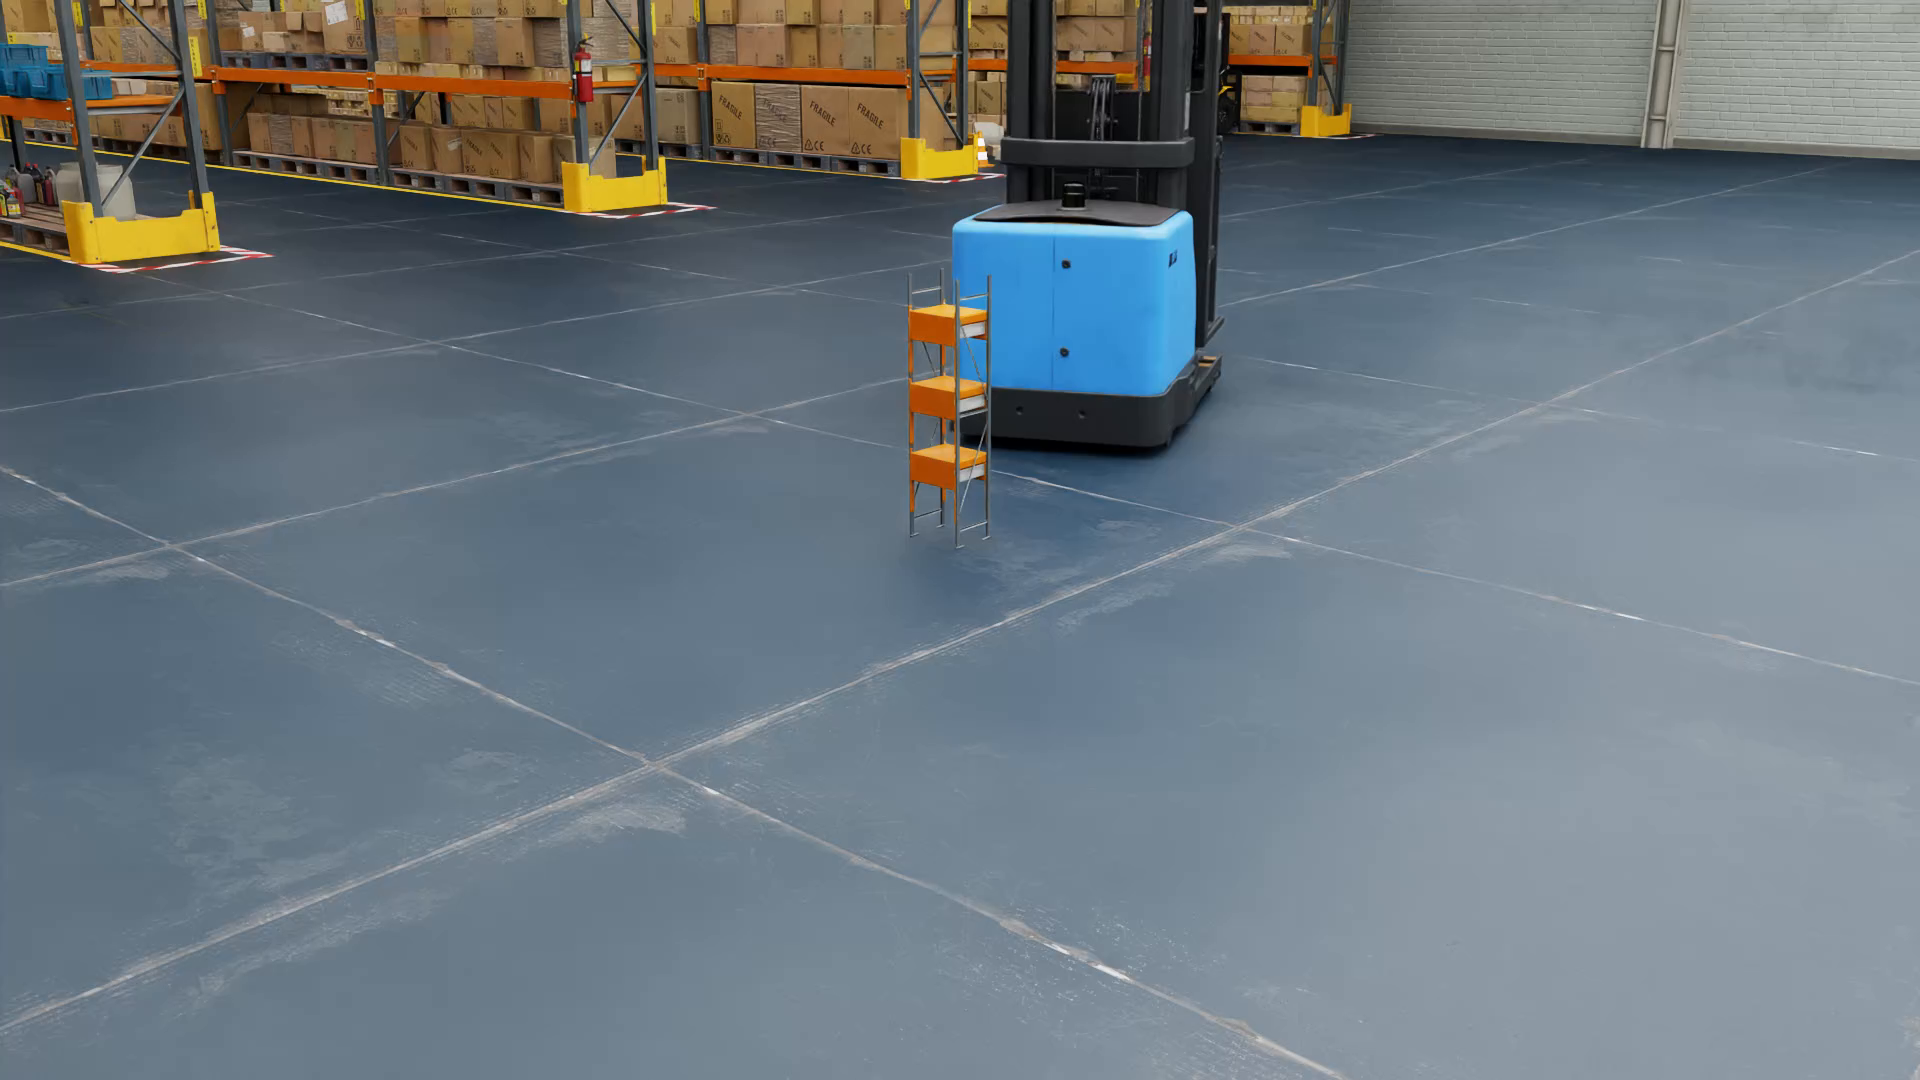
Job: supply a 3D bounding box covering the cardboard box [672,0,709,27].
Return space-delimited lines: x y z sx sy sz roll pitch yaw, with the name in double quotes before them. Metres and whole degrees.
"cardboard box" -3.640 -7.532 23.569 0.500 0.500 0.700 15 23 38

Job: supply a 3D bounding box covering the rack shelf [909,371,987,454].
"rack shelf" -0.040 -0.501 6.490 0.240 0.259 0.215 15 23 39

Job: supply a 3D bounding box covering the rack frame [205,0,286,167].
"rack frame" -9.624 -6.611 22.484 0.127 3.000 1.000 15 23 39

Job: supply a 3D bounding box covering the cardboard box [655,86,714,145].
"cardboard box" -3.789 -6.142 24.031 0.750 0.750 1.050 15 23 39

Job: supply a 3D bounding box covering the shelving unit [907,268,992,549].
"shelving unit" -0.040 -0.511 6.487 0.252 1.050 0.215 15 23 39

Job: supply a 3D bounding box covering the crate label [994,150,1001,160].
"crate label" 0.647 -5.501 23.720 0.298 0.136 0.250 4 18 11

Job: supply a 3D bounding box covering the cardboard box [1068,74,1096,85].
"cardboard box" 1.846 -6.963 25.134 0.250 0.149 0.380 16 24 41

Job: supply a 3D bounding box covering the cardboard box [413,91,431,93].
"cardboard box" -8.871 -7.674 28.032 0.500 0.250 0.500 14 22 37

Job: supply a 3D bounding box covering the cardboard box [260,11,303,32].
"cardboard box" -8.710 -6.670 21.810 0.700 0.500 0.500 -14 22 -38

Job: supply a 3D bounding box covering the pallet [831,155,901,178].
"pallet" -0.923 -4.920 21.766 1.213 0.211 1.003 15 23 39

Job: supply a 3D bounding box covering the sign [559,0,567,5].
"sign" -4.024 -5.586 16.817 0.005 0.325 0.100 15 23 39

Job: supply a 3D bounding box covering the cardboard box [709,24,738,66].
"cardboard box" -2.981 -6.910 23.178 0.550 0.550 0.875 15 23 39

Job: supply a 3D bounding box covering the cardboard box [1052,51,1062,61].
"cardboard box" 1.512 -7.395 25.369 0.250 0.149 0.380 15 23 39

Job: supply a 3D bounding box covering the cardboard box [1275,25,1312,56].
"cardboard box" 5.687 -8.458 28.137 0.500 0.500 0.500 14 23 38

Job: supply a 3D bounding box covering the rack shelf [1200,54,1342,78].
"rack shelf" 4.733 -8.429 29.403 4.000 0.370 1.077 15 23 39

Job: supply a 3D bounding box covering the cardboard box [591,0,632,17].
"cardboard box" -3.871 -5.843 17.753 0.500 0.500 0.500 15 23 39

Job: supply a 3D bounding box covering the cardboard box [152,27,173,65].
"cardboard box" -10.918 -6.907 23.250 0.500 0.500 0.500 14 22 38

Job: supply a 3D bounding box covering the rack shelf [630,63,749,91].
"rack shelf" -4.761 -6.968 24.799 4.000 0.370 1.077 15 23 39

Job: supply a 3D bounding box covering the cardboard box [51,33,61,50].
"cardboard box" -13.509 -7.617 25.410 0.500 0.250 0.500 16 24 41

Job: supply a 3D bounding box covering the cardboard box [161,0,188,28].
"cardboard box" -10.646 -7.419 23.205 0.637 0.503 0.797 16 23 40

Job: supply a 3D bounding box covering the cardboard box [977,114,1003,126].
"cardboard box" 0.614 -6.655 26.475 0.500 0.250 0.500 17 24 42

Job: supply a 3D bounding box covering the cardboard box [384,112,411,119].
"cardboard box" -9.768 -7.359 28.860 0.250 0.149 0.380 15 23 40

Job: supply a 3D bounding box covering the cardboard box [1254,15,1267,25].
"cardboard box" 5.241 -8.896 28.448 0.250 0.149 0.380 15 23 39

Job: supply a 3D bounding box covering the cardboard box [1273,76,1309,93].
"cardboard box" 5.678 -7.759 28.298 0.500 0.250 0.500 16 24 41

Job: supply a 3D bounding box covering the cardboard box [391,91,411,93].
"cardboard box" -9.967 -7.912 29.620 0.250 0.149 0.380 14 23 38

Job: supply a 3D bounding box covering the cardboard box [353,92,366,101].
"cardboard box" -10.502 -7.847 29.415 0.250 0.149 0.380 14 22 37

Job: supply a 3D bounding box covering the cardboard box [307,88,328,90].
"cardboard box" -11.788 -8.234 30.633 0.250 0.149 0.380 16 23 40

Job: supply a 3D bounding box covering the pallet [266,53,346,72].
"pallet" -8.117 -6.131 21.290 1.213 0.211 1.003 15 23 39

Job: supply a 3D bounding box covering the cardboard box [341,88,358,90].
"cardboard box" -11.248 -8.308 30.868 0.250 0.149 0.380 14 23 38

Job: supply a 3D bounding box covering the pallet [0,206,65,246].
"pallet" -8.529 -2.969 15.618 1.213 0.211 1.003 15 23 39

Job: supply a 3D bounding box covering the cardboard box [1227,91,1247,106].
"cardboard box" 4.889 -7.727 29.027 0.500 0.250 0.500 14 23 38

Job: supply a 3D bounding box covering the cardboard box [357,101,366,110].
"cardboard box" -10.444 -7.711 29.477 0.250 0.149 0.380 16 23 41

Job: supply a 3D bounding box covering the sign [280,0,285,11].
"sign" -9.271 -7.250 22.714 0.005 0.325 0.100 15 23 39

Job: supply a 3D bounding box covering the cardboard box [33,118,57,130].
"cardboard box" -14.396 -7.112 26.880 0.875 0.875 0.875 15 23 39

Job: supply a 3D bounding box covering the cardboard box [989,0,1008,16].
"cardboard box" 0.856 -8.364 25.698 0.500 0.500 0.700 14 23 38

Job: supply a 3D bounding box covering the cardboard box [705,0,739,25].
"cardboard box" -3.012 -7.414 22.981 0.550 0.550 0.875 15 23 39

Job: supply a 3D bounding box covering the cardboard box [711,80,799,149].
"cardboard box" -2.841 -5.955 23.235 0.875 0.875 0.875 15 23 40

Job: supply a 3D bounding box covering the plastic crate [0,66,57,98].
"plastic crate" -7.983 -3.978 14.432 0.408 0.251 0.499 15 23 39

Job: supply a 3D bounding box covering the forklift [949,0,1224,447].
"forklift" 0.849 -2.238 8.817 1.130 2.935 3.031 5 18 15

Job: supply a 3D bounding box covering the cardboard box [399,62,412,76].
"cardboard box" -6.288 -5.480 19.335 0.250 0.149 0.380 15 23 39

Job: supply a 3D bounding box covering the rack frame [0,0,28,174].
"rack frame" -9.920 -4.687 16.422 0.127 3.000 1.000 15 23 39

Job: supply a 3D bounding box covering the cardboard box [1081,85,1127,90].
"cardboard box" 2.165 -6.596 25.047 0.500 0.500 0.500 15 23 40

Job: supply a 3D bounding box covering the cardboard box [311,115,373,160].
"cardboard box" -7.841 -5.166 21.337 0.500 0.500 0.700 13 22 35

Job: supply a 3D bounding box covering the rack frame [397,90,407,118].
"rack frame" -9.248 -8.516 28.487 0.127 3.000 1.000 15 23 39

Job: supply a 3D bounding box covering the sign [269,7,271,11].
"sign" -12.600 -9.609 30.499 0.005 0.325 0.100 15 23 39

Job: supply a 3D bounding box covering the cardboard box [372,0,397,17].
"cardboard box" -6.465 -6.326 19.276 0.500 0.500 0.500 15 23 39

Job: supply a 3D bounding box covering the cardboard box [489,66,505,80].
"cardboard box" -4.937 -5.143 18.273 0.250 0.149 0.380 15 23 39

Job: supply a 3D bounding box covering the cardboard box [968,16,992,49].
"cardboard box" 0.480 -7.992 26.180 0.500 0.500 0.500 15 23 39

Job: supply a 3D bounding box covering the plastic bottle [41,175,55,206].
"plastic bottle" -8.814 -3.377 16.057 0.133 0.283 0.061 15 23 39

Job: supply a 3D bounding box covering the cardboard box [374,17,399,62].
"cardboard box" -6.337 -5.893 19.564 0.500 0.500 0.875 15 23 39

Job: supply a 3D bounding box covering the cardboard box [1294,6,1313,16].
"cardboard box" 5.821 -8.893 27.946 0.250 0.149 0.380 15 23 39

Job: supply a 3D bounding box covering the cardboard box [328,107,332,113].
"cardboard box" -11.248 -7.795 30.233 0.250 0.149 0.380 15 23 39

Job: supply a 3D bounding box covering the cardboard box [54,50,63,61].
"cardboard box" -13.639 -7.436 25.500 0.250 0.149 0.380 16 23 40

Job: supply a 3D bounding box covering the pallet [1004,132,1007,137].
"pallet" 1.388 -6.349 26.268 1.213 0.211 1.003 15 23 39

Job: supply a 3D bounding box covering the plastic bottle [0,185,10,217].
"plastic bottle" -8.693 -3.088 15.146 0.133 0.283 0.061 16 23 41
